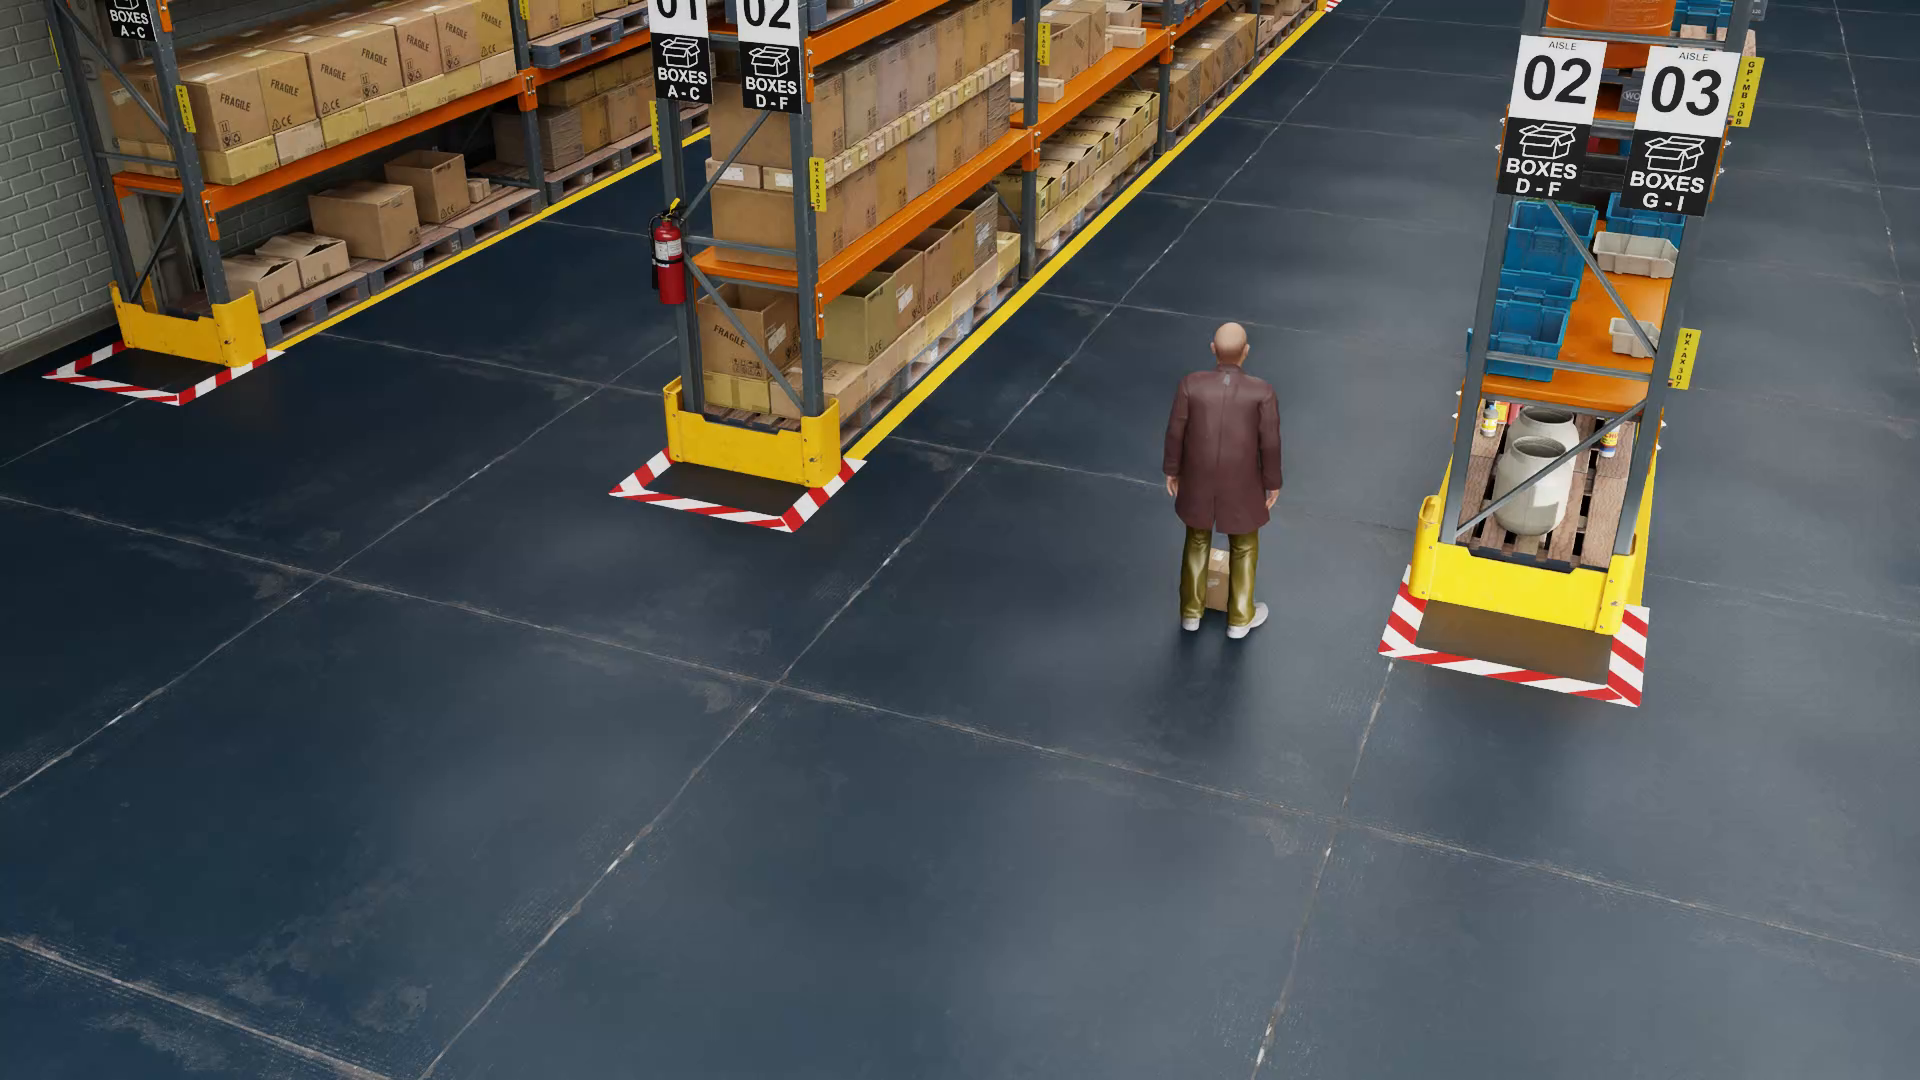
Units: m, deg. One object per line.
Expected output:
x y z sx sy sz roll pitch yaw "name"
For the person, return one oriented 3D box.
1.414 -0.221 9.053 0.655 1.541 0.406 10 31 17 "person"
